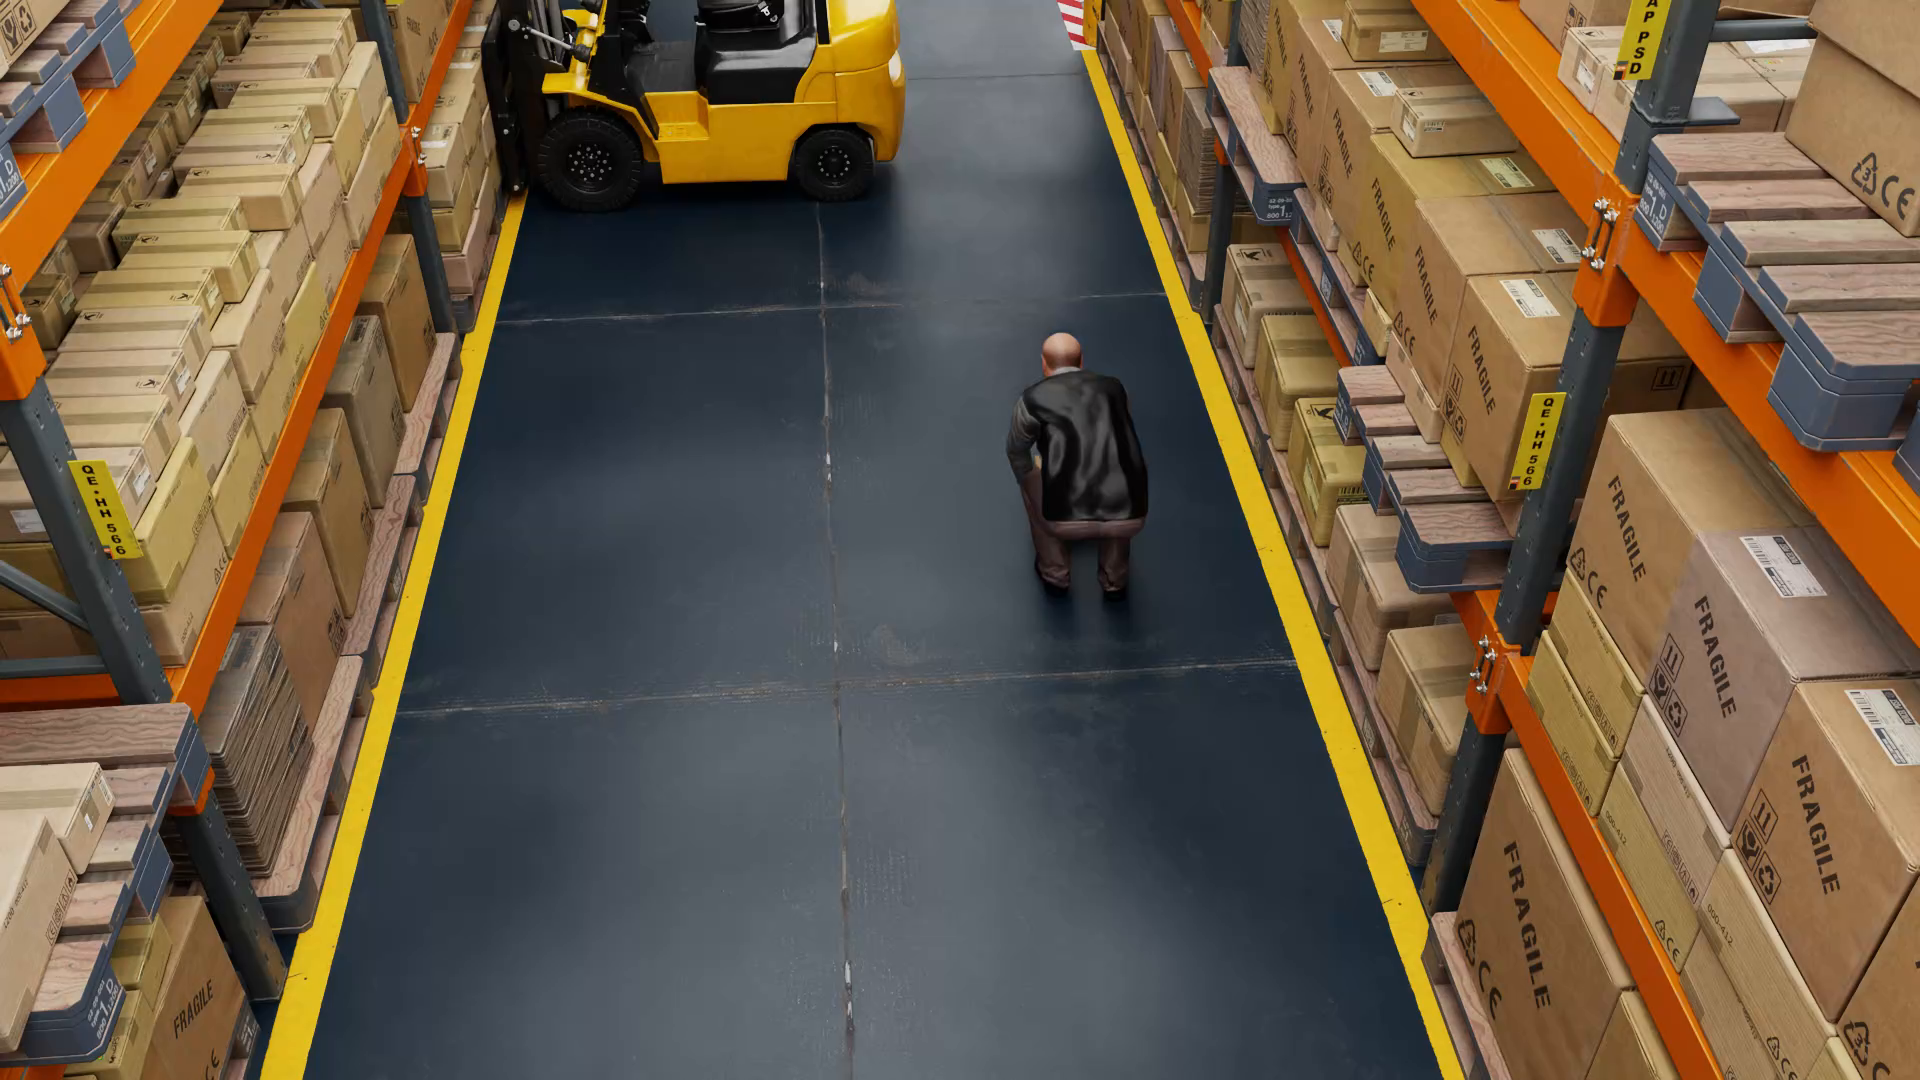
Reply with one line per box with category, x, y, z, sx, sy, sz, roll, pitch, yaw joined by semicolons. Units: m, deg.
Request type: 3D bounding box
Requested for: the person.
person;0.490;-0.267;7.077;0.552;1.008;0.856;-3;39;-4
